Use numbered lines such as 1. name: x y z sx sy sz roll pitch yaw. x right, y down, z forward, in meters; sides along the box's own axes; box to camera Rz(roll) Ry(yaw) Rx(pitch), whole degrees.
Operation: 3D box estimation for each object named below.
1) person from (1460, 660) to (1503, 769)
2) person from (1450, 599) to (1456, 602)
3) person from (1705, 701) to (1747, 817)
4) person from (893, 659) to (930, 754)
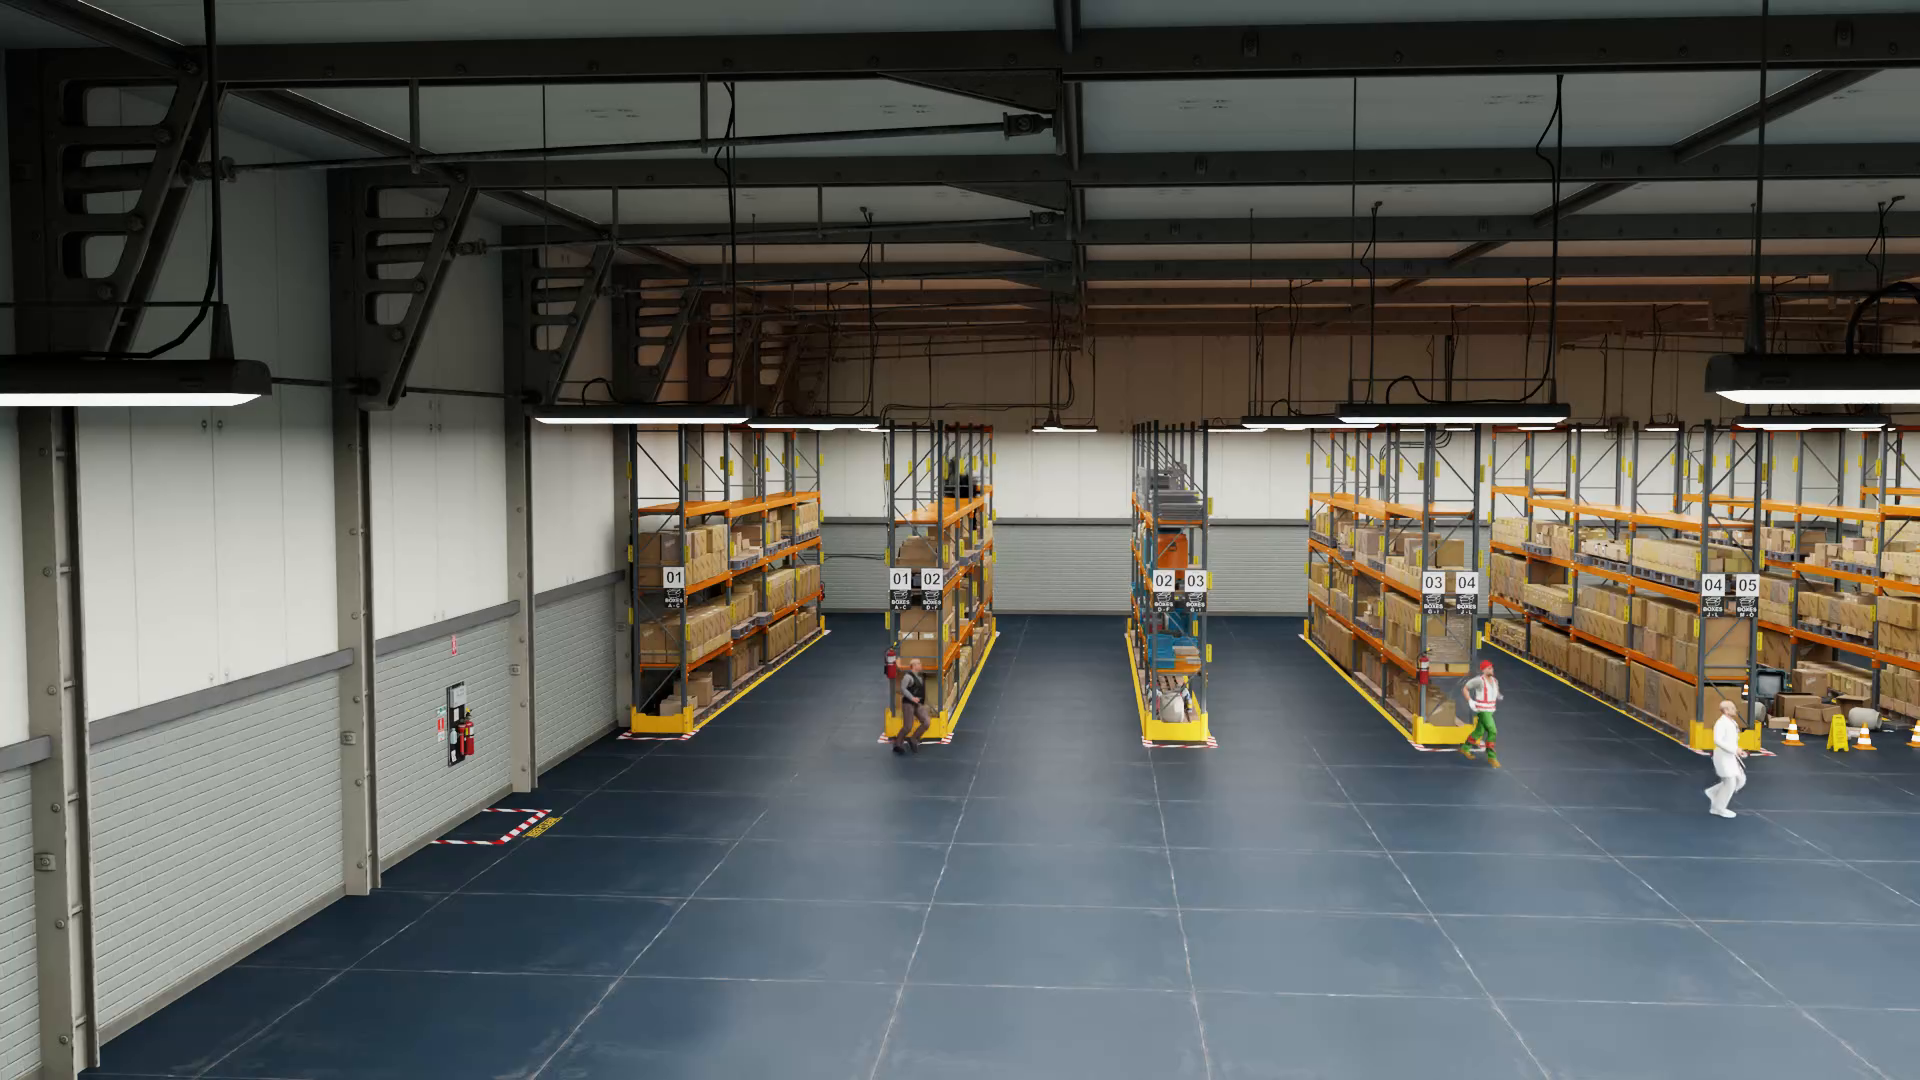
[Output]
1. person: 9.098 2.988 28.866 0.658 1.817 0.873 -3 5 -42
2. person: 13.276 2.106 44.411 0.592 1.625 0.566 0 4 5
3. person: 11.478 3.274 24.900 0.630 1.743 0.716 3 5 38
4. person: -0.806 3.027 29.972 0.636 1.619 0.714 3 5 38
